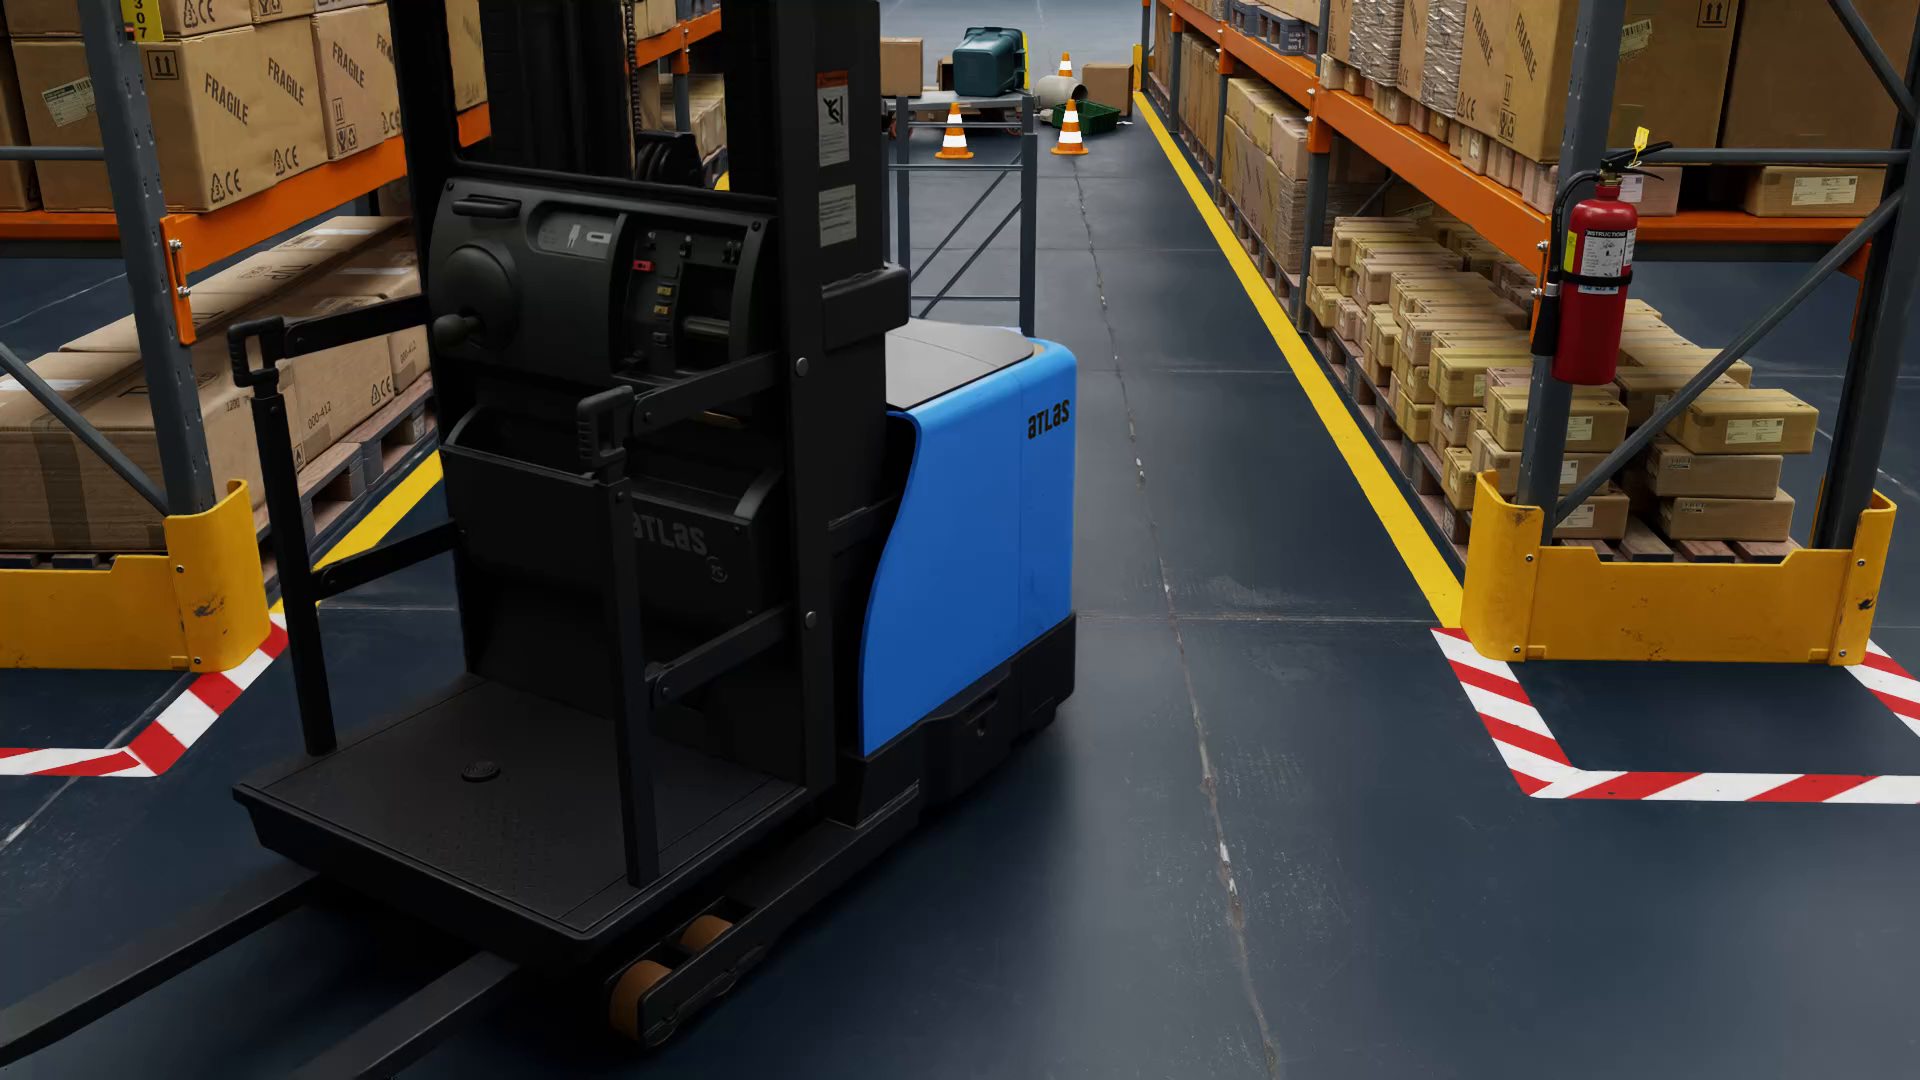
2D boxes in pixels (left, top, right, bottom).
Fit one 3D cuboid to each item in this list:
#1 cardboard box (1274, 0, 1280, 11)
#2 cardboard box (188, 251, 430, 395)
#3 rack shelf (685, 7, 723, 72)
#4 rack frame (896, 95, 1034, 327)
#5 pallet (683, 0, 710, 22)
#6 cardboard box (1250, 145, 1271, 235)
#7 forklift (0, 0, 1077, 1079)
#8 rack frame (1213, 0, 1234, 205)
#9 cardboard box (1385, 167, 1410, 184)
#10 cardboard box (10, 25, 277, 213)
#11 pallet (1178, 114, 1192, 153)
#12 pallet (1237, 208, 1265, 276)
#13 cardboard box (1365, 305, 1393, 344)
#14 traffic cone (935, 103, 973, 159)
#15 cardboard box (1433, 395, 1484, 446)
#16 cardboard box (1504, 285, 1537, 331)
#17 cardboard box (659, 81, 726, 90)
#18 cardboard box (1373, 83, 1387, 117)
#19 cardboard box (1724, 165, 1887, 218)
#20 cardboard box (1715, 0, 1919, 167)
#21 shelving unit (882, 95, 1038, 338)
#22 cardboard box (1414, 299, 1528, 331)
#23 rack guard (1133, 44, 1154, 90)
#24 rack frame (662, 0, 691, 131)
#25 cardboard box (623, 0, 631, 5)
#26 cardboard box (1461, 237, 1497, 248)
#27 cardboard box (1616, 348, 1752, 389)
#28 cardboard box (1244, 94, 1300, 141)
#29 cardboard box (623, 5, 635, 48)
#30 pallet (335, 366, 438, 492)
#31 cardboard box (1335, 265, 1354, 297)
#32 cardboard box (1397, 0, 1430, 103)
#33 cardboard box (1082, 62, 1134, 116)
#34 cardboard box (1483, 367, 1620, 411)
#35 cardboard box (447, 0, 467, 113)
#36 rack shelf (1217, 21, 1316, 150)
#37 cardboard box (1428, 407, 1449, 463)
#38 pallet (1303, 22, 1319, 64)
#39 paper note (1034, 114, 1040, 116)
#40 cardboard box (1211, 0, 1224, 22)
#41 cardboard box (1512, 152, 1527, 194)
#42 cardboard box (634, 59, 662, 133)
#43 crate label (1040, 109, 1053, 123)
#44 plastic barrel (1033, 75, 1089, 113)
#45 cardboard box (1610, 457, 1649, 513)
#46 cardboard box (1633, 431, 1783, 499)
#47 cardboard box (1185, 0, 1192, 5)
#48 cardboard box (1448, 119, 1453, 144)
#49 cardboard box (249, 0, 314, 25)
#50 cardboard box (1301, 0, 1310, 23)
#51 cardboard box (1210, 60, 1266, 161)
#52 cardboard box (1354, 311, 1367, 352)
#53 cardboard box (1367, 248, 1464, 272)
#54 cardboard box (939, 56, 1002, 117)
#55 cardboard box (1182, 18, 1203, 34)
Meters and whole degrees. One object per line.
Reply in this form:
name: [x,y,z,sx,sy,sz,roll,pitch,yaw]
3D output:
cardboard box: [2.173,-3.389,10.384,0.380,0.149,0.250,1,21,2]
cardboard box: [-2.798,-0.973,7.351,0.875,0.438,0.875,0,21,0]
rack shelf: [-2.463,-4.355,14.101,1.077,0.370,4.000,1,21,2]
rack frame: [0.018,-0.914,6.311,0.500,1.500,0.032,1,21,2]
pallet: [-2.609,-4.137,12.809,1.213,0.211,1.003,1,21,2]
cardboard box: [2.112,-2.175,10.363,0.500,0.500,0.500,0,21,0]
forklift: [-0.897,-0.533,3.352,1.130,2.935,3.031,13,25,30]
rack frame: [2.427,-3.950,12.061,1.000,3.000,0.127,1,21,2]
cardboard box: [2.592,-2.148,9.255,0.500,0.250,0.500,0,21,-1]
cardboard box: [-2.466,-1.292,5.074,0.500,0.500,0.500,0,21,1]
pallet: [2.600,-3.816,15.572,1.003,0.211,1.213,1,21,2]
pallet: [2.362,-1.927,10.704,1.003,0.211,1.213,1,21,2]
cardboard box: [1.971,-0.913,7.184,0.380,0.149,0.250,0,21,1]
traffic cone: [-0.050,-3.651,14.800,0.336,0.463,0.334,1,21,2]
cardboard box: [1.928,-0.444,5.977,0.380,0.149,0.250,0,21,-1]
cardboard box: [2.471,-0.955,6.881,0.380,0.149,0.250,1,21,2]
cardboard box: [-2.434,-3.935,15.075,0.950,0.372,0.625,2,21,5]
cardboard box: [1.993,-1.907,7.145,0.380,0.149,0.250,1,21,3]
cardboard box: [2.521,-1.053,4.944,0.380,0.149,0.250,0,21,1]
cardboard box: [2.473,-1.402,4.945,0.500,0.500,0.500,2,21,4]
shelving unit: [0.003,-0.730,5.837,0.538,1.500,1.048,1,21,2]
cardboard box: [2.035,-0.865,6.650,0.380,0.149,0.250,0,21,0]
rack guard: [2.671,-5.685,19.991,1.175,0.500,0.348,1,21,2]
rack frame: [-2.524,-3.967,12.107,1.000,3.000,0.127,1,21,2]
cardboard box: [-2.307,-3.394,10.146,0.500,0.250,0.500,0,21,0]
cardboard box: [2.586,-1.333,7.856,0.380,0.149,0.250,0,21,1]
cardboard box: [2.563,-0.577,5.909,0.380,0.149,0.250,1,21,1]
cardboard box: [2.121,-2.721,10.733,0.500,0.250,0.500,1,21,2]
cardboard box: [-2.298,-3.160,10.235,0.500,0.250,0.500,0,21,1]
pallet: [-2.781,-0.505,7.038,1.003,0.211,1.213,1,21,2]
cardboard box: [2.056,-1.289,8.153,0.380,0.149,0.250,1,21,2]
cardboard box: [1.992,-1.957,6.377,0.500,0.500,0.500,2,21,4]
cardboard box: [1.570,-4.804,17.716,0.500,0.500,0.500,4,22,11]
cardboard box: [2.012,-0.485,5.672,0.380,0.149,0.250,1,21,3]
cardboard box: [-2.415,-2.029,6.974,0.500,0.500,0.500,0,21,1]
rack shelf: [2.366,-2.891,10.328,1.077,0.370,4.000,1,21,2]
cardboard box: [1.986,-0.394,6.259,0.380,0.149,0.250,1,21,2]
pallet: [2.474,-2.689,9.077,1.003,0.211,1.213,1,21,2]
paper note: [0.761,-4.519,17.644,0.172,0.023,0.155,8,23,20]
cardboard box: [2.172,-4.162,12.470,0.500,0.500,0.500,1,21,2]
cardboard box: [1.956,-1.150,5.194,0.380,0.149,0.250,1,21,2]
cardboard box: [-2.628,-2.924,11.774,0.875,0.875,0.875,0,21,1]
crate label: [0.967,-4.321,16.975,0.298,0.136,0.250,-16,26,-35]
plastic barrel: [1.050,-4.622,17.355,0.512,0.421,0.421,18,27,38]
cardboard box: [2.446,-0.205,5.771,0.380,0.149,0.250,1,21,1]
cardboard box: [2.456,-0.249,5.473,0.380,0.149,0.250,2,21,4]
cardboard box: [2.231,-4.892,14.352,0.500,0.500,0.500,1,21,1]
cardboard box: [2.038,-1.526,6.162,0.380,0.149,0.250,0,21,-1]
cardboard box: [-2.459,-1.945,5.375,0.500,0.500,0.500,0,21,0]
cardboard box: [2.144,-3.002,9.387,0.380,0.149,0.250,0,21,-1]
cardboard box: [2.535,-3.316,12.957,1.050,0.750,0.750,0,21,1]
cardboard box: [2.052,-0.963,7.724,0.380,0.149,0.250,0,21,1]
cardboard box: [2.077,-1.240,7.615,0.380,0.149,0.250,0,21,0]
cardboard box: [0.176,-4.758,17.409,0.797,0.637,0.503,1,21,2]
cardboard box: [2.638,-4.828,16.681,0.875,0.875,0.875,1,21,2]
